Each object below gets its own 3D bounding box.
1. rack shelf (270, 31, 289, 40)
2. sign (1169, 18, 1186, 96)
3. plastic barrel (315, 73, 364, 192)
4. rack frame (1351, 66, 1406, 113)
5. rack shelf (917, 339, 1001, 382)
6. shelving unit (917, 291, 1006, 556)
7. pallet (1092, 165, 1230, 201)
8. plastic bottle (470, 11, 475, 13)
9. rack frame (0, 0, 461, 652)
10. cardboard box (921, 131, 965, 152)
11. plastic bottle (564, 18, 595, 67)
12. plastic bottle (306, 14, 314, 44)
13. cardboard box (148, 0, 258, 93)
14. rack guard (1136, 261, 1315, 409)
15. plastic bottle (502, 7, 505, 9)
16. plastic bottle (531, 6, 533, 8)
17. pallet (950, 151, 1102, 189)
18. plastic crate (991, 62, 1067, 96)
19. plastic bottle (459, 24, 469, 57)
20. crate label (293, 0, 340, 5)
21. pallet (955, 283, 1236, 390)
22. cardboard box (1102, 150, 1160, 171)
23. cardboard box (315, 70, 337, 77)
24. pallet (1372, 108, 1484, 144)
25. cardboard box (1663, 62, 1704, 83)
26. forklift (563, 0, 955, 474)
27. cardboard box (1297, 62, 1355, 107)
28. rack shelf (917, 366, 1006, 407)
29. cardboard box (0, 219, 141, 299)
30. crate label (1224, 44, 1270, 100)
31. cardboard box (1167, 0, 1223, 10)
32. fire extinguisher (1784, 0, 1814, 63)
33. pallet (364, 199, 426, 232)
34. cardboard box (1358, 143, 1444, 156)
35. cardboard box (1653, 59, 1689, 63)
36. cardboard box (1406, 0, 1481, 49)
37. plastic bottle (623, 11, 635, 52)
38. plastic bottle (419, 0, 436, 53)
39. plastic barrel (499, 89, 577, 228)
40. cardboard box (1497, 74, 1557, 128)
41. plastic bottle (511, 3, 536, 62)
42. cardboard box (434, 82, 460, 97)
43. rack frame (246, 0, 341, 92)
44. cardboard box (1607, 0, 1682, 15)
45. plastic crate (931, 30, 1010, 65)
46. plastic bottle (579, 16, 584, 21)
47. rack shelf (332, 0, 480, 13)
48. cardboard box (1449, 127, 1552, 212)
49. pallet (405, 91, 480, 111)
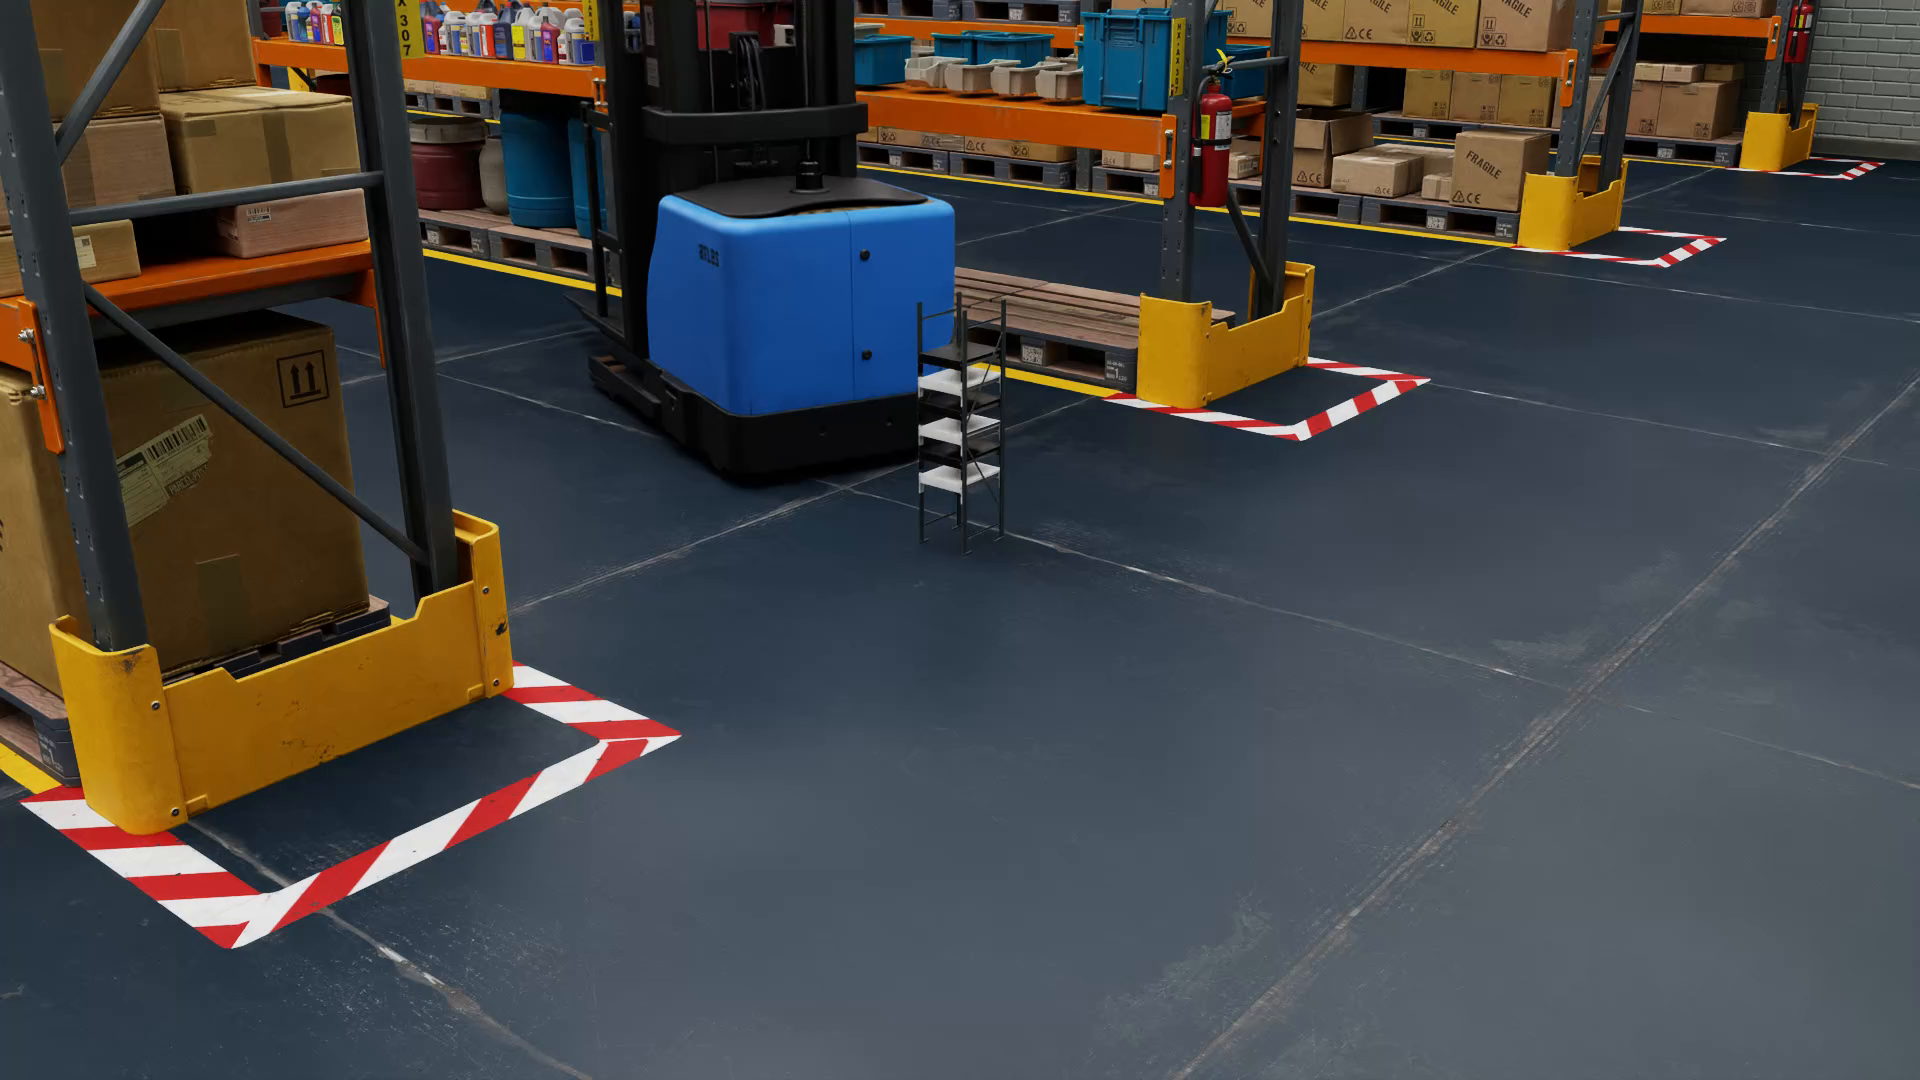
[{"bbox_3d":[-6.453,-4.100,13.810,4.000,0.370,1.077,16,26,36],"label":"rack shelf"},{"bbox_3d":[0.959,-2.128,7.330,0.005,0.325,0.100,16,26,36],"label":"sign"},{"bbox_3d":[-4.513,-3.067,12.532,0.708,0.830,0.600,16,26,36],"label":"plastic barrel"},{"bbox_3d":[4.460,-5.807,17.315,0.127,3.000,1.000,16,26,36],"label":"rack frame"},{"bbox_3d":[0.006,-0.641,5.921,0.200,0.077,0.258,16,26,36],"label":"rack shelf"},{"bbox_3d":[0.006,-0.419,6.005,0.210,0.900,0.258,16,26,36],"label":"shelving unit"},{"bbox_3d":[1.862,-2.993,13.807,1.213,0.211,1.003,16,26,36],"label":"pallet"},{"bbox_3d":[-3.207,-3.352,10.988,0.097,0.271,0.097,0,21,0],"label":"plastic bottle"},{"bbox_3d":[-1.837,-0.852,4.177,0.127,3.000,1.000,16,26,36],"label":"rack frame"},{"bbox_3d":[0.001,-3.744,14.765,0.500,0.500,0.500,16,26,37],"label":"cardboard box"},{"bbox_3d":[-2.314,-3.040,10.154,0.135,0.276,0.152,16,26,36],"label":"plastic bottle"},{"bbox_3d":[-4.624,-3.658,11.899,0.097,0.201,0.097,0,21,0],"label":"plastic bottle"},{"bbox_3d":[-2.426,-1.564,4.794,0.500,0.500,0.500,15,26,35],"label":"cardboard box"},{"bbox_3d":[1.322,-1.035,8.203,0.348,0.500,1.175,16,26,36],"label":"rack guard"},{"bbox_3d":[-3.133,-3.541,11.490,0.097,0.271,0.097,0,21,0],"label":"plastic bottle"},{"bbox_3d":[-2.967,-3.559,11.537,0.097,0.271,0.097,0,21,0],"label":"plastic bottle"},{"bbox_3d":[0.677,-3.318,14.668,1.213,0.211,1.003,16,26,36],"label":"pallet"},{"bbox_3d":[0.333,-2.312,8.336,0.243,0.136,0.396,16,26,36],"label":"plastic crate"},{"bbox_3d":[-3.199,-3.247,10.810,0.097,0.201,0.097,0,21,0],"label":"plastic bottle"},{"bbox_3d":[-4.992,-4.109,13.050,0.416,0.233,0.303,16,26,36],"label":"crate label"},{"bbox_3d":[0.680,-1.096,8.775,1.213,0.211,1.003,16,26,36],"label":"pallet"},{"bbox_3d":[1.519,-3.247,13.714,0.500,0.311,0.500,16,26,36],"label":"cardboard box"},{"bbox_3d":[-7.691,-5.858,20.754,0.500,0.250,0.500,16,26,36],"label":"cardboard box"},{"bbox_3d":[5.000,-4.311,17.301,1.213,0.211,1.003,16,26,36],"label":"pallet"},{"bbox_3d":[6.739,-4.352,15.487,0.250,0.149,0.380,16,26,36],"label":"cardboard box"},{"bbox_3d":[-1.156,-2.112,7.616,1.130,2.935,3.031,-11,23,-27],"label":"forklift"},{"bbox_3d":[3.874,-5.107,17.911,0.750,0.750,0.750,16,26,37],"label":"cardboard box"},{"bbox_3d":[0.006,-0.556,5.953,0.200,0.077,0.258,16,26,36],"label":"rack shelf"},{"bbox_3d":[-2.321,-0.724,4.193,0.250,0.149,0.380,17,26,37],"label":"cardboard box"},{"bbox_3d":[1.312,-2.301,8.171,0.303,0.233,0.416,16,26,36],"label":"crate label"},{"bbox_3d":[1.952,-4.197,12.905,0.500,0.500,0.500,17,26,37],"label":"cardboard box"},{"bbox_3d":[7.384,-4.544,14.604,0.183,0.674,0.296,16,26,36],"label":"fire extinguisher"},{"bbox_3d":[-4.266,-2.522,12.556,1.213,0.211,1.003,16,26,36],"label":"pallet"},{"bbox_3d":[3.413,-2.901,12.882,0.500,0.250,0.500,16,26,36],"label":"cardboard box"},{"bbox_3d":[6.784,-4.513,15.913,0.250,0.149,0.380,16,26,36],"label":"cardboard box"},{"bbox_3d":[3.506,-3.746,11.710,0.500,0.500,0.500,16,26,37],"label":"cardboard box"},{"bbox_3d":[-2.205,-3.329,10.922,0.135,0.276,0.152,16,26,36],"label":"plastic bottle"},{"bbox_3d":[-3.577,-3.437,11.101,0.185,0.351,0.144,16,26,36],"label":"plastic bottle"},{"bbox_3d":[-2.763,-2.597,11.183,0.708,0.901,0.600,16,26,36],"label":"plastic barrel"},{"bbox_3d":[5.758,-4.411,16.560,0.500,0.500,0.700,17,26,37],"label":"cardboard box"},{"bbox_3d":[-2.723,-3.191,10.449,0.185,0.351,0.144,16,26,36],"label":"plastic bottle"},{"bbox_3d":[-5.746,-5.304,19.285,0.500,0.250,0.500,16,26,36],"label":"cardboard box"},{"bbox_3d":[-4.903,-3.991,12.500,0.127,3.000,1.000,16,26,36],"label":"rack frame"},{"bbox_3d":[6.587,-5.325,15.612,0.700,0.700,0.980,16,26,36],"label":"cardboard box"},{"bbox_3d":[0.059,-2.662,9.127,0.300,0.233,0.416,16,26,36],"label":"plastic crate"},{"bbox_3d":[-2.507,-3.440,11.206,0.133,0.283,0.061,16,26,36],"label":"plastic bottle"},{"bbox_3d":[-6.417,-6.346,19.765,4.000,0.370,1.077,16,26,36],"label":"rack shelf"},{"bbox_3d":[3.853,-2.649,11.862,0.500,0.500,0.500,16,26,36],"label":"cardboard box"},{"bbox_3d":[-6.406,-5.393,20.169,1.213,0.211,1.003,16,26,36],"label":"pallet"}]
